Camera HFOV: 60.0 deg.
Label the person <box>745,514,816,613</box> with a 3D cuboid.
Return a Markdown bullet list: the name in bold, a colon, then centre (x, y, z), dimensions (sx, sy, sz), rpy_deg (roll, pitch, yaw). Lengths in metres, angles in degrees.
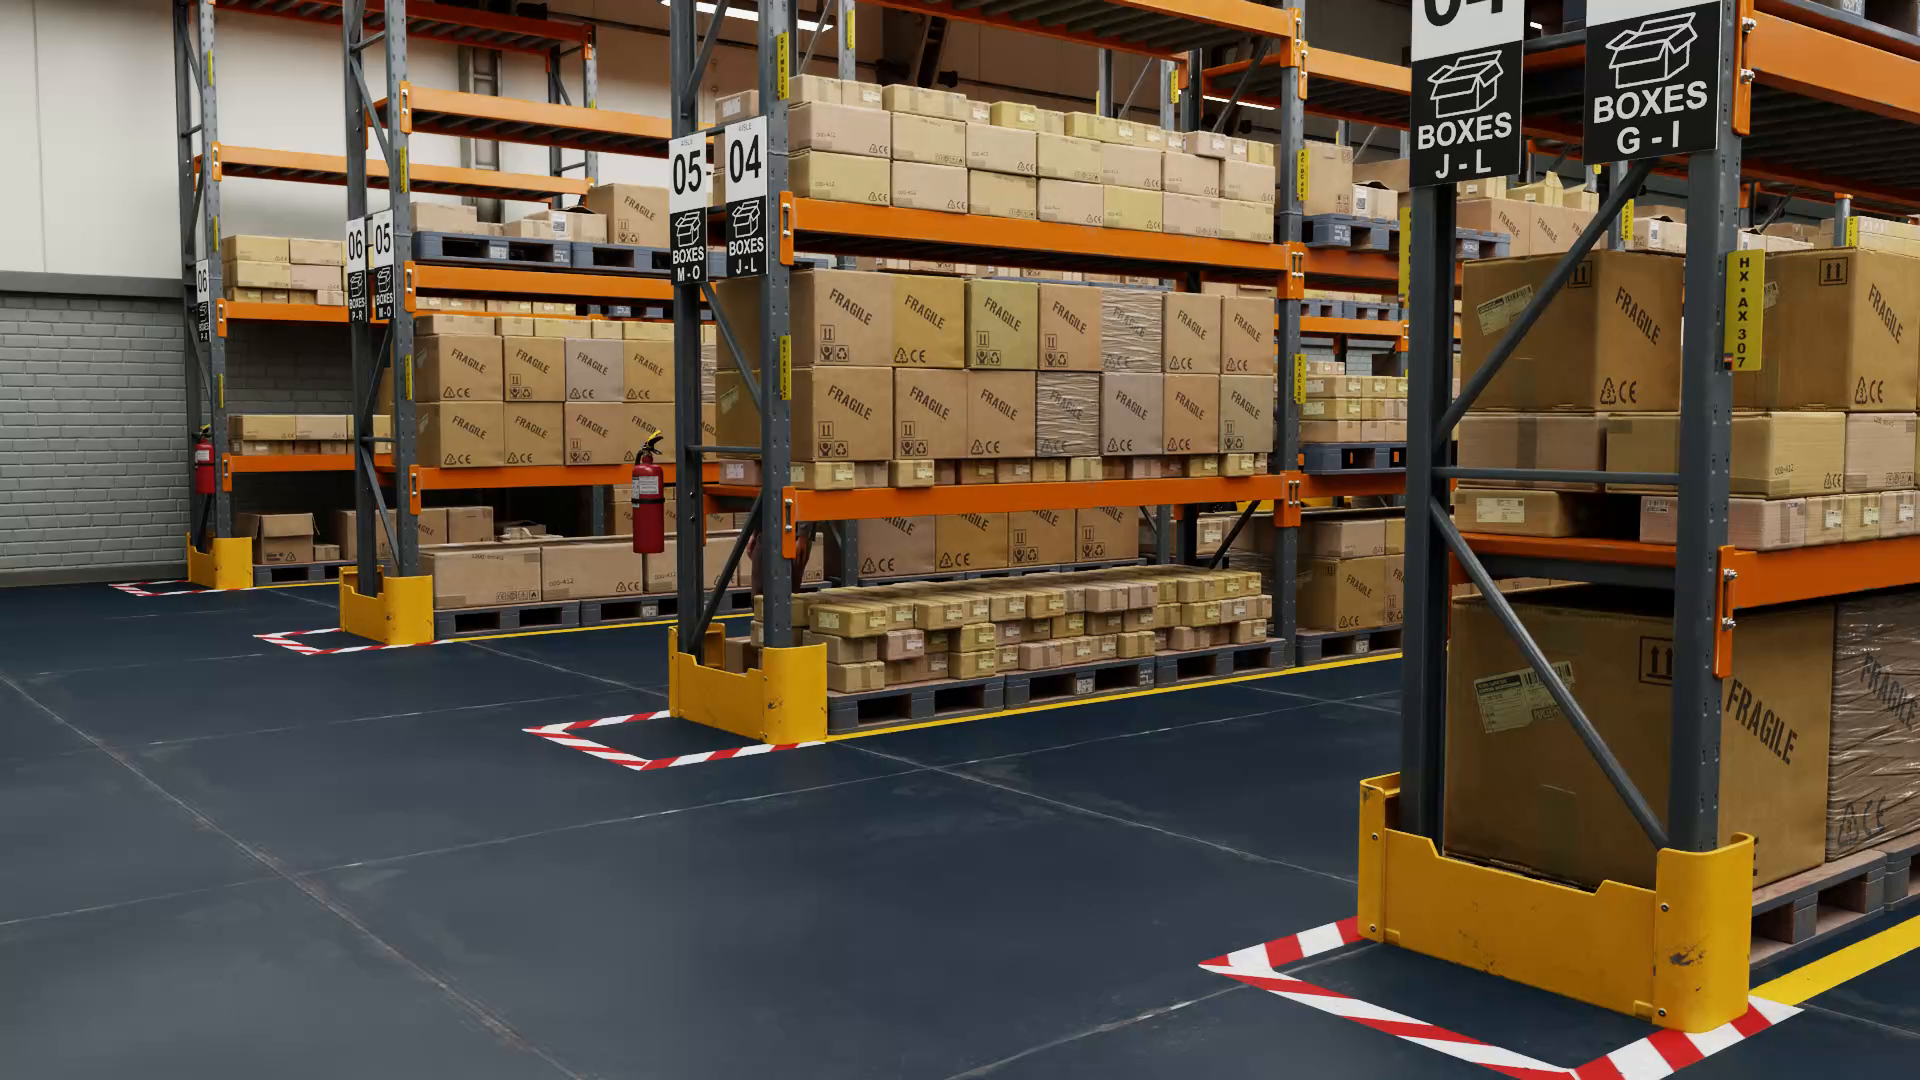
- **person**: centre (-1.170, 0.017, 10.901), dimensions (0.417, 1.721, 0.595), rpy_deg (-4, 6, -43)
